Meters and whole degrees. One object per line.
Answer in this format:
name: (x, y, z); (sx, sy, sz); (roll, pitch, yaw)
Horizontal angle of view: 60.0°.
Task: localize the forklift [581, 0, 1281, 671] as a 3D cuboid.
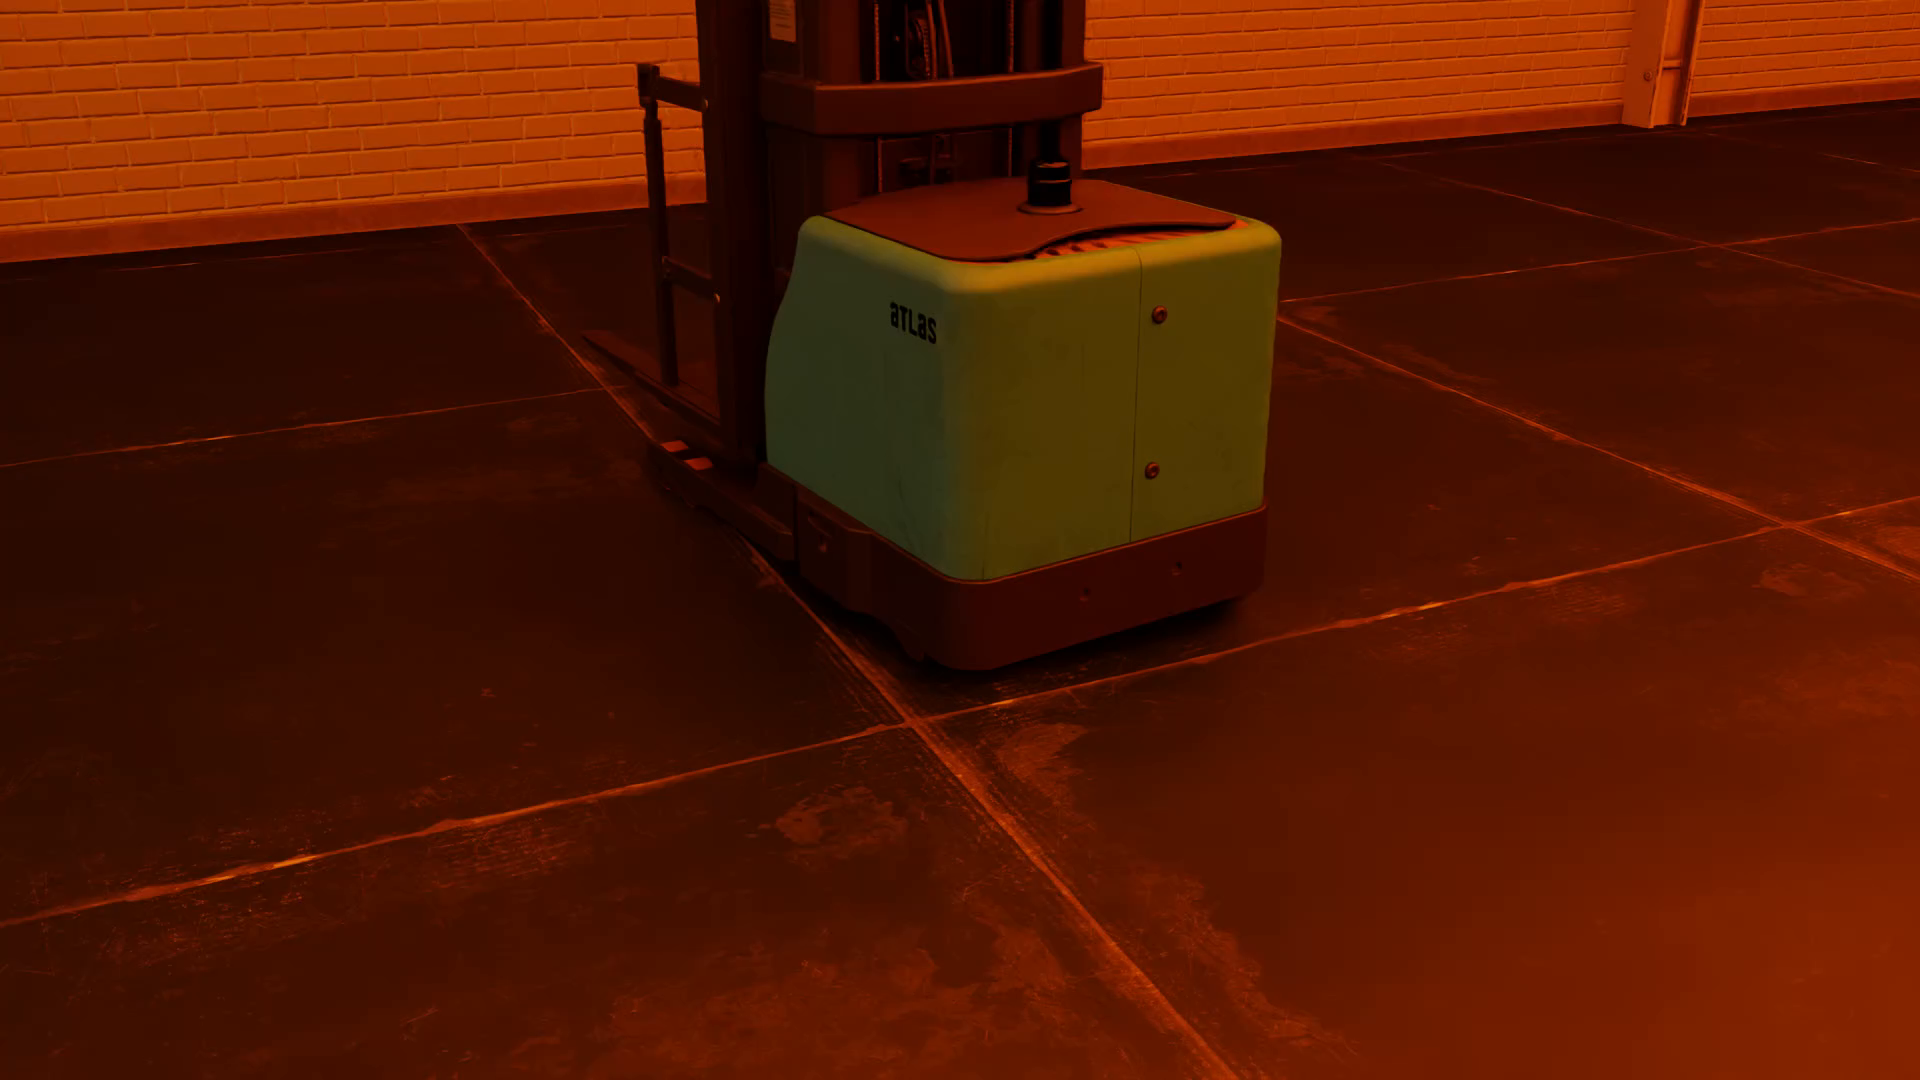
forklift: (-0.378, -1.542, 4.998); (1.130, 2.935, 3.031); (-14, 26, -30)
